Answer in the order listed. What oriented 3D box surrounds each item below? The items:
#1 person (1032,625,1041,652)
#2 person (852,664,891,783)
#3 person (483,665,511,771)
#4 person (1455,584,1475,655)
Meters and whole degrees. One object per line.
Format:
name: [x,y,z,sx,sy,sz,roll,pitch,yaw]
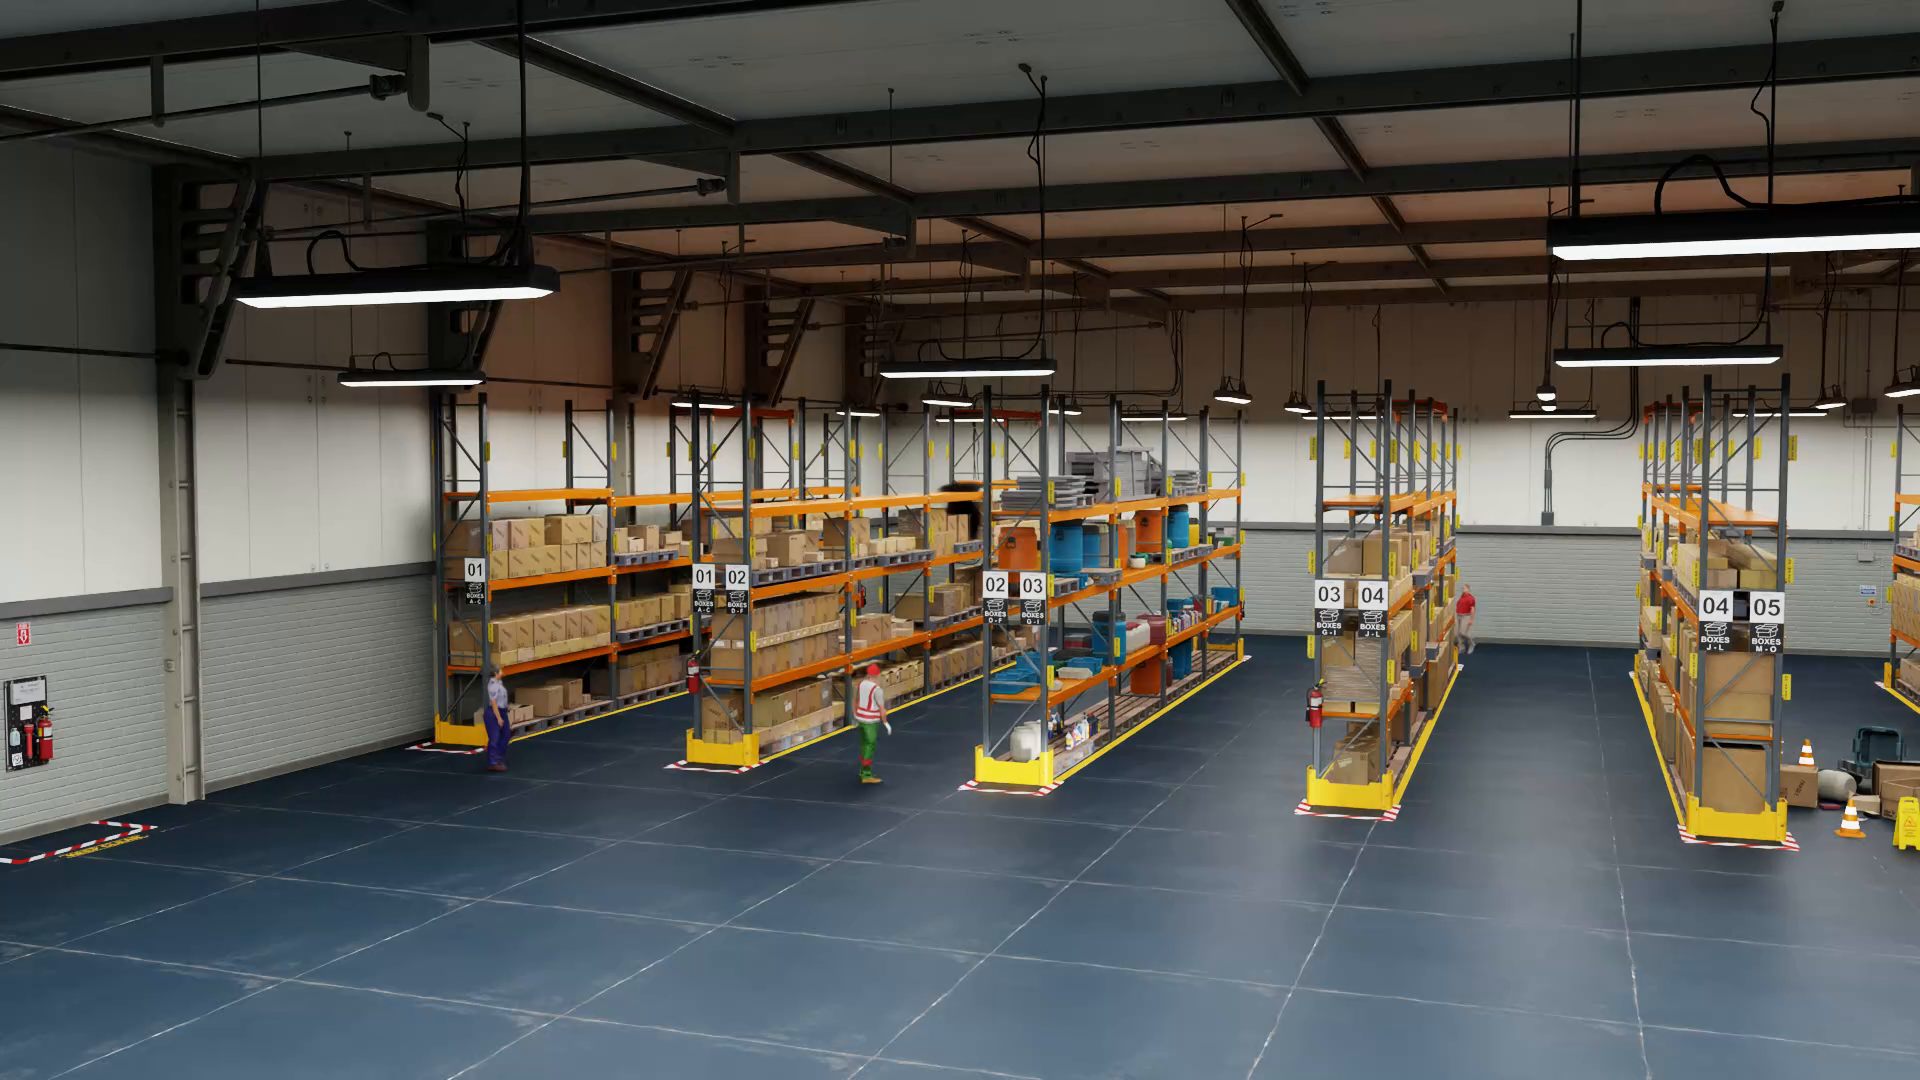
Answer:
person: [1.725,2.018,36.035,0.453,1.774,0.559,0,3,-2]
person: [-1.365,2.779,25.233,0.524,1.820,0.672,-2,4,-33]
person: [-7.284,2.823,26.169,0.389,1.722,0.529,0,3,6]
person: [12.419,1.958,40.971,0.484,1.737,0.598,-2,3,-28]
